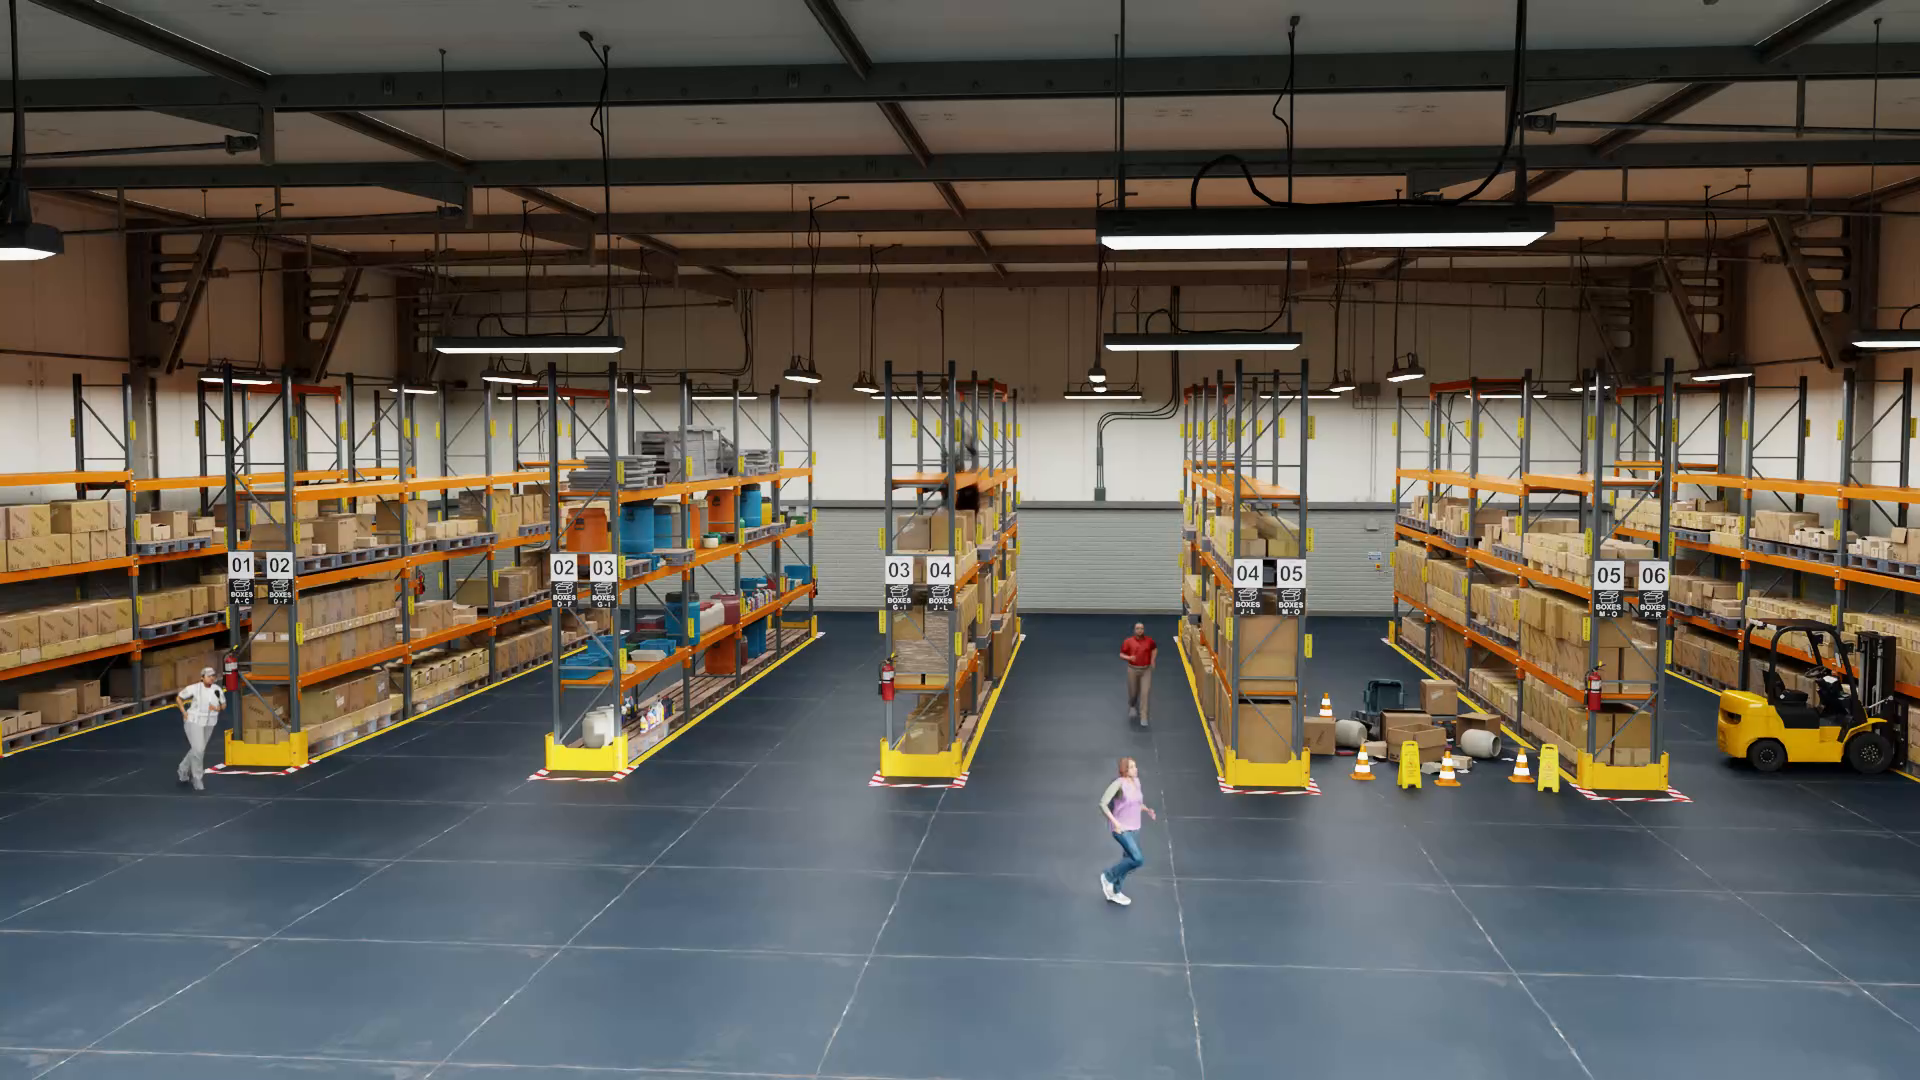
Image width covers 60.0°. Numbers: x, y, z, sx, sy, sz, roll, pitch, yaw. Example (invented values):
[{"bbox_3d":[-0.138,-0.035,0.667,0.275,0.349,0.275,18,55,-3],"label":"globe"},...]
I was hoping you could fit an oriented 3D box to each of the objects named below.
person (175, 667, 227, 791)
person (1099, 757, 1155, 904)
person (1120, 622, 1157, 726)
[{"bbox_3d":[-10.743,2.643,23.558,0.789,1.693,0.629,2,5,33],"label":"person"},{"bbox_3d":[1.791,3.067,17.560,0.540,1.567,0.521,3,5,38],"label":"person"},{"bbox_3d":[3.048,2.250,28.262,0.665,1.699,1.010,0,4,0],"label":"person"}]
